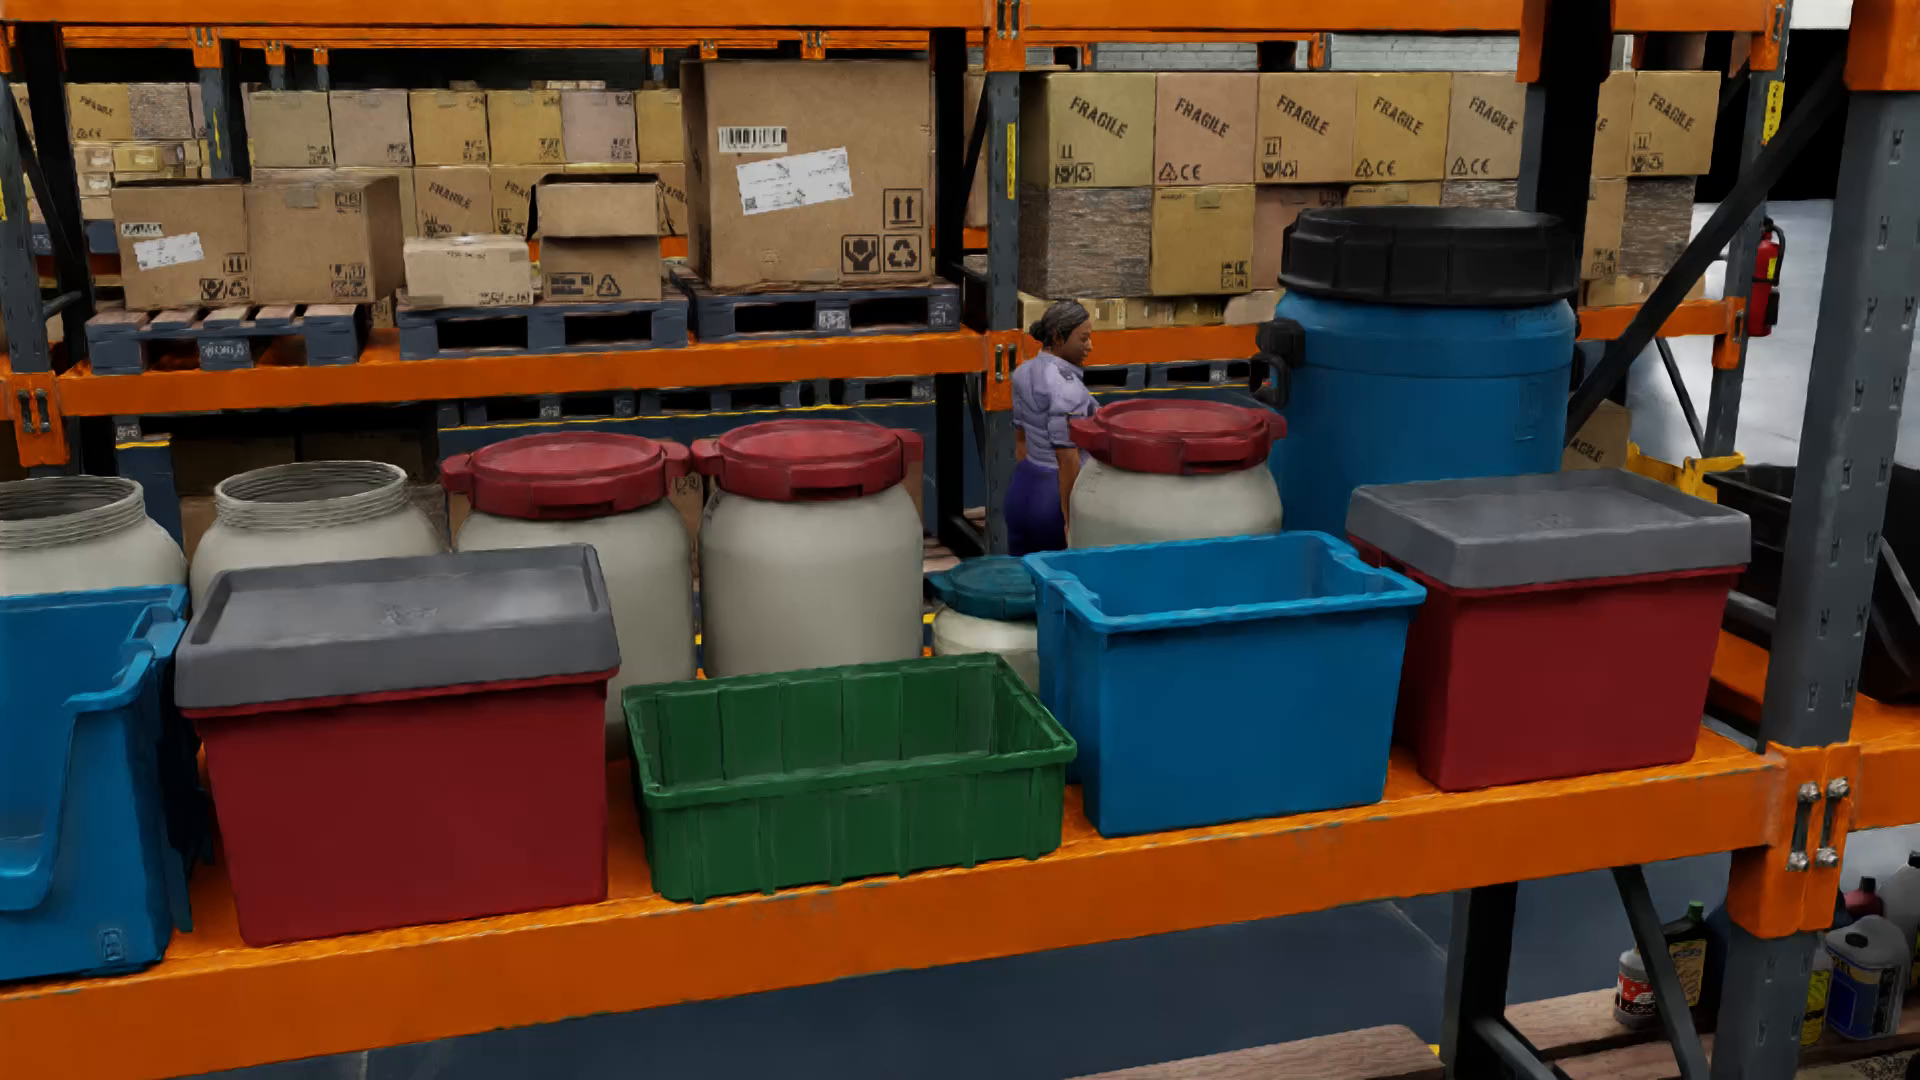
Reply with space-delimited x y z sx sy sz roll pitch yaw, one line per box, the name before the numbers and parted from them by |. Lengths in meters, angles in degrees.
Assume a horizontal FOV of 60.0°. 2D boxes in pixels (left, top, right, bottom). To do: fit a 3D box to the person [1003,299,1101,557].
person | 0.345 -0.118 6.452 0.817 1.628 0.494 -9 18 -29
